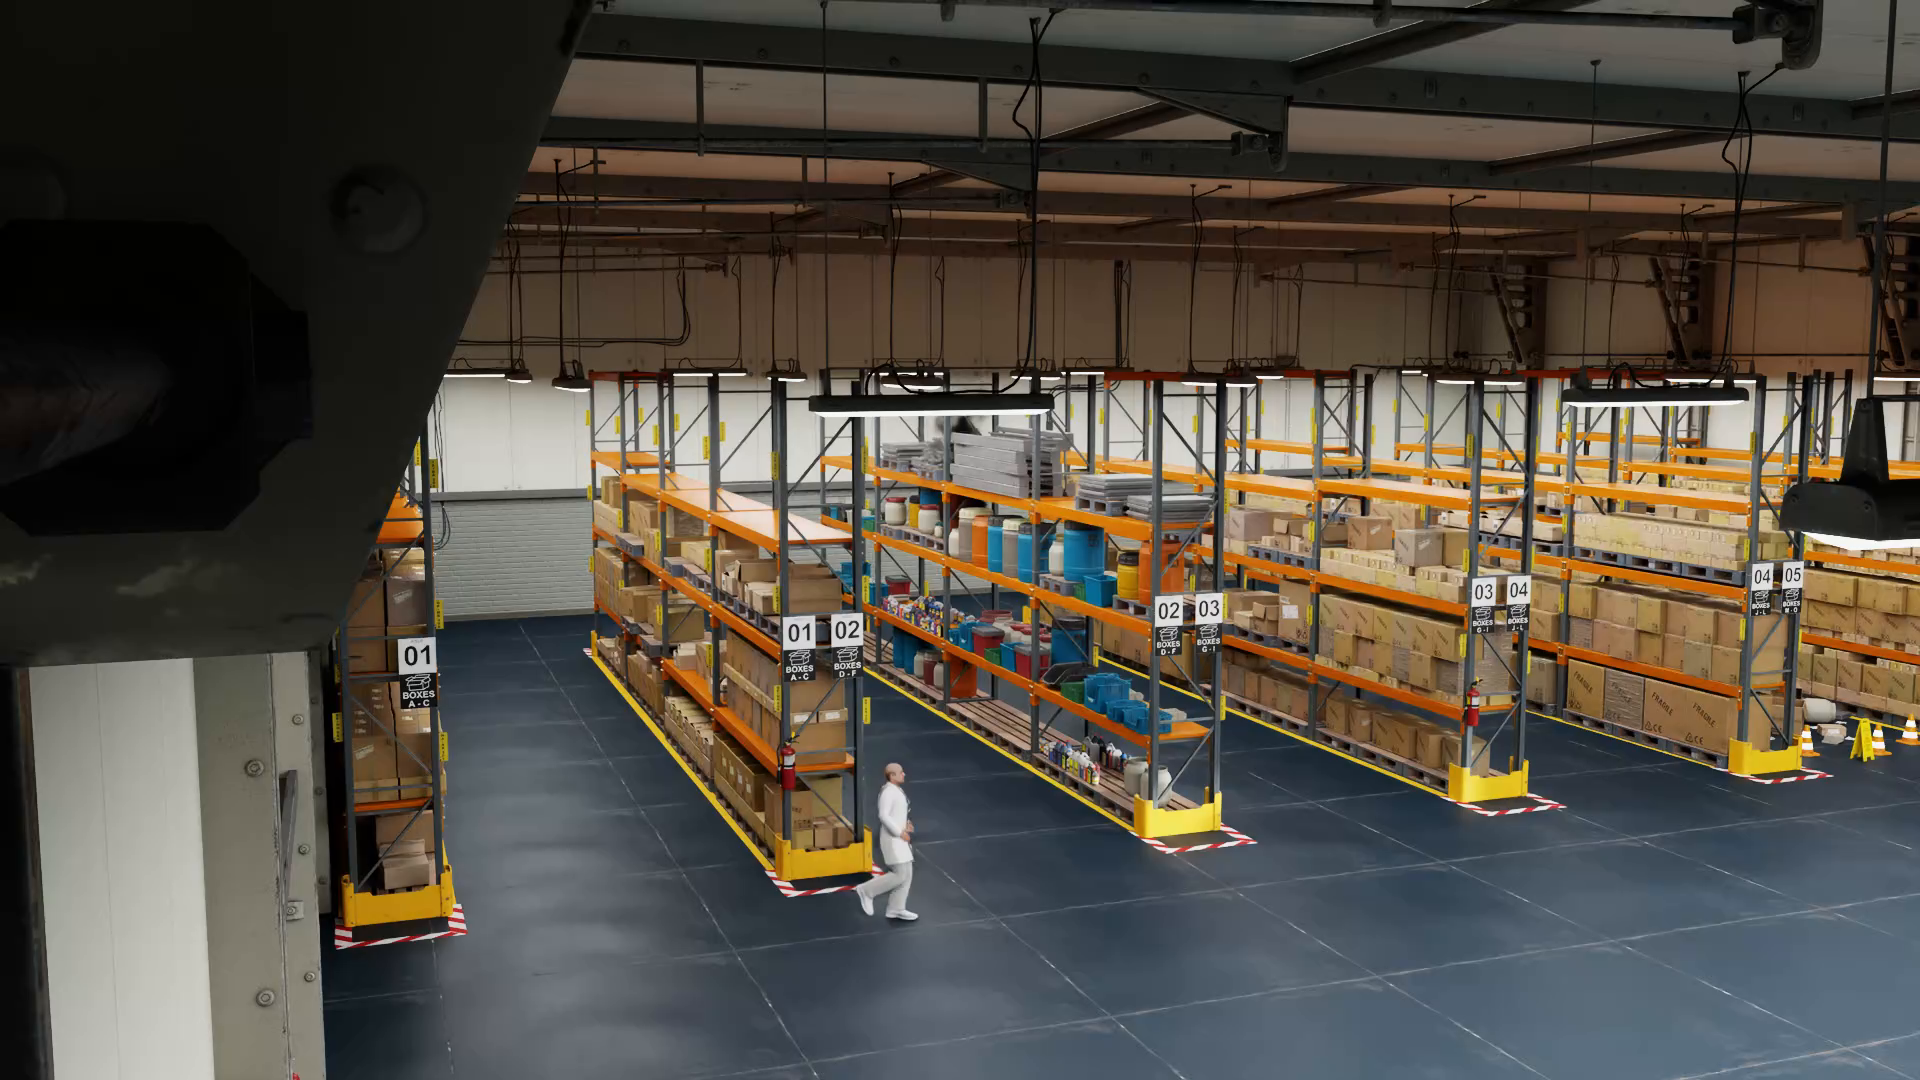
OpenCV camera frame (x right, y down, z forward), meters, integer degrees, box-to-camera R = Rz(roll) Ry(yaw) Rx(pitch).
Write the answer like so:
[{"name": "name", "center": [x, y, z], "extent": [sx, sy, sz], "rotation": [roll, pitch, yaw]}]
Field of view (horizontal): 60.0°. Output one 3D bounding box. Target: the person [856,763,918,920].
[{"name": "person", "center": [-0.817, 3.482, 18.811], "extent": [0.697, 1.532, 0.745], "rotation": [0, 6, 0]}]
